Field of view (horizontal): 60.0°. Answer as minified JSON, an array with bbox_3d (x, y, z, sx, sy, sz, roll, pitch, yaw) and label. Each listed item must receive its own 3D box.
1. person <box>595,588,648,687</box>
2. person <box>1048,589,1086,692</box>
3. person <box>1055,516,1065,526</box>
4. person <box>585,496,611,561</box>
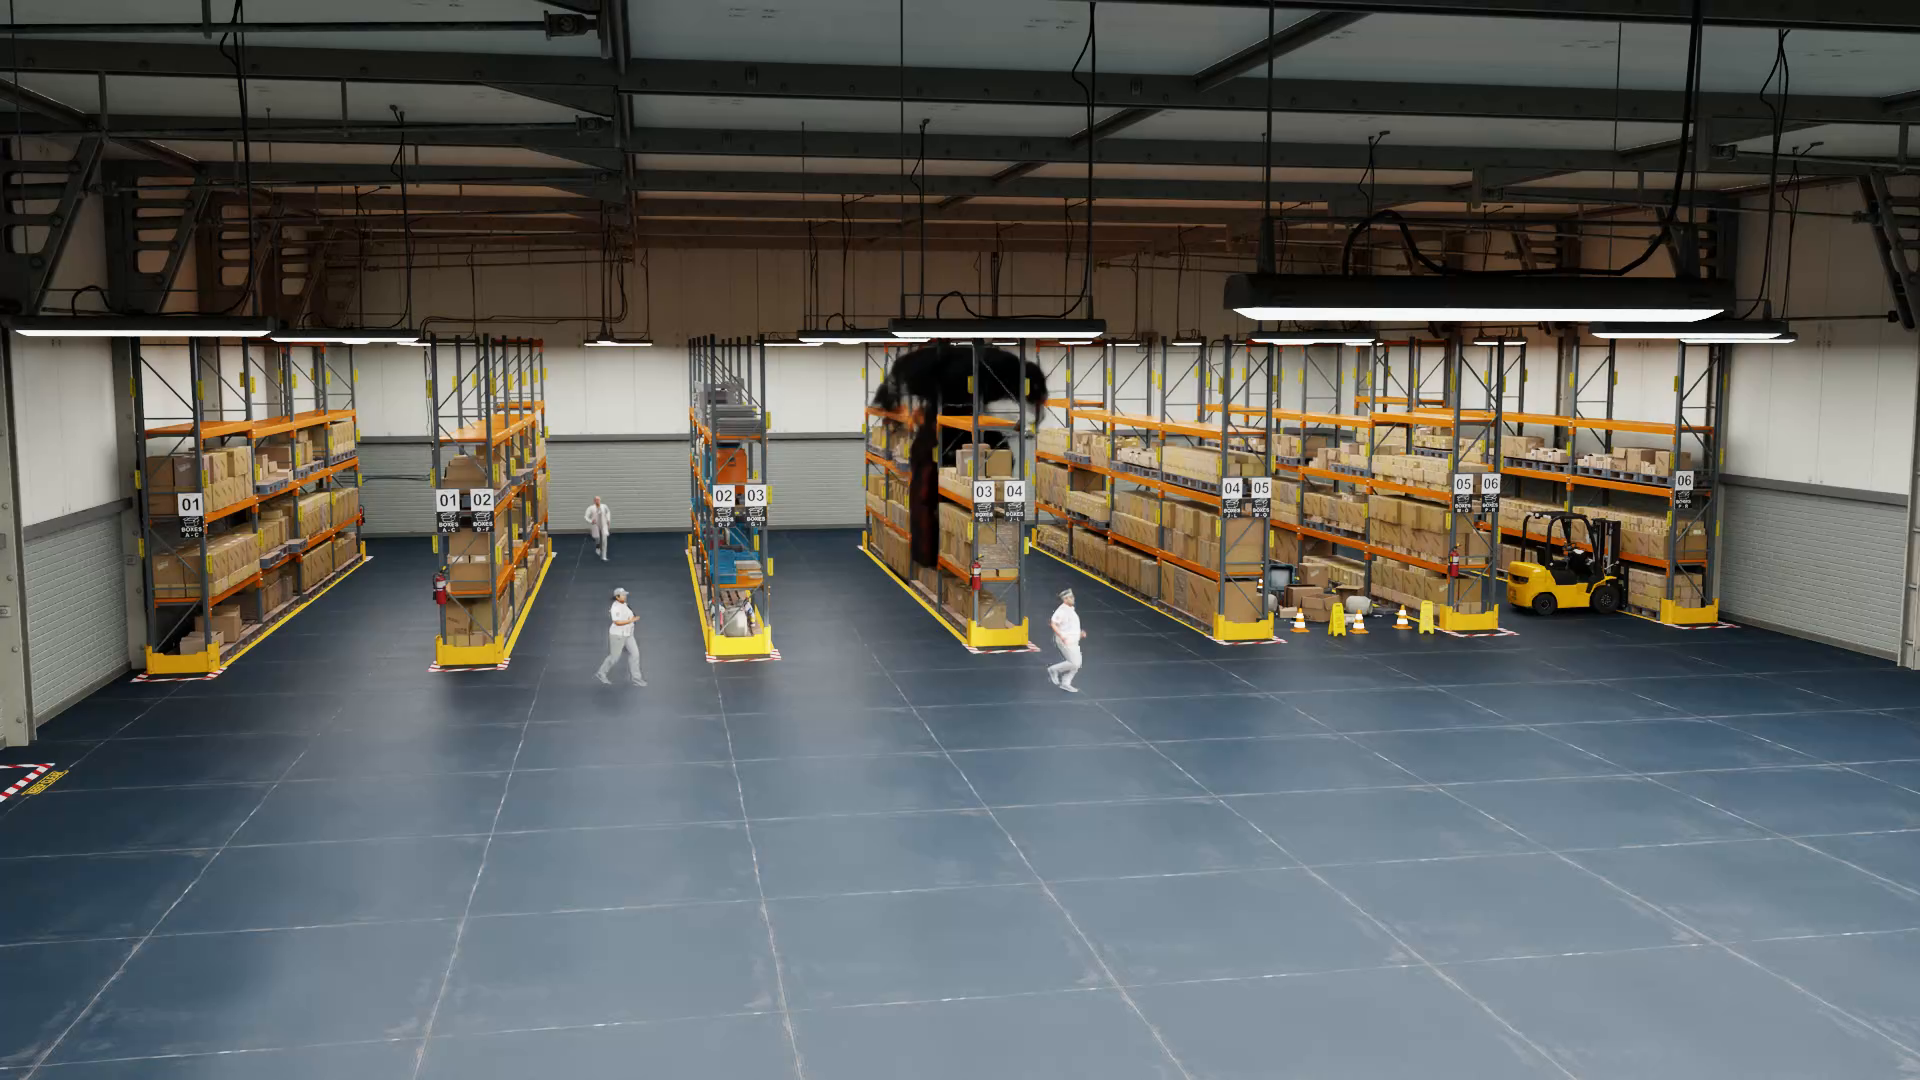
[{"bbox_3d":[-5.777,1.665,28.276,0.856,1.698,0.583,2,7,14],"label":"person"},{"bbox_3d":[1.807,1.681,27.928,0.599,1.751,0.667,3,7,24],"label":"person"},{"bbox_3d":[3.023,-0.777,49.861,0.796,1.661,0.683,3,7,22],"label":"person"},{"bbox_3d":[-9.854,-0.325,45.317,0.724,1.758,0.955,-3,7,-23],"label":"person"}]
